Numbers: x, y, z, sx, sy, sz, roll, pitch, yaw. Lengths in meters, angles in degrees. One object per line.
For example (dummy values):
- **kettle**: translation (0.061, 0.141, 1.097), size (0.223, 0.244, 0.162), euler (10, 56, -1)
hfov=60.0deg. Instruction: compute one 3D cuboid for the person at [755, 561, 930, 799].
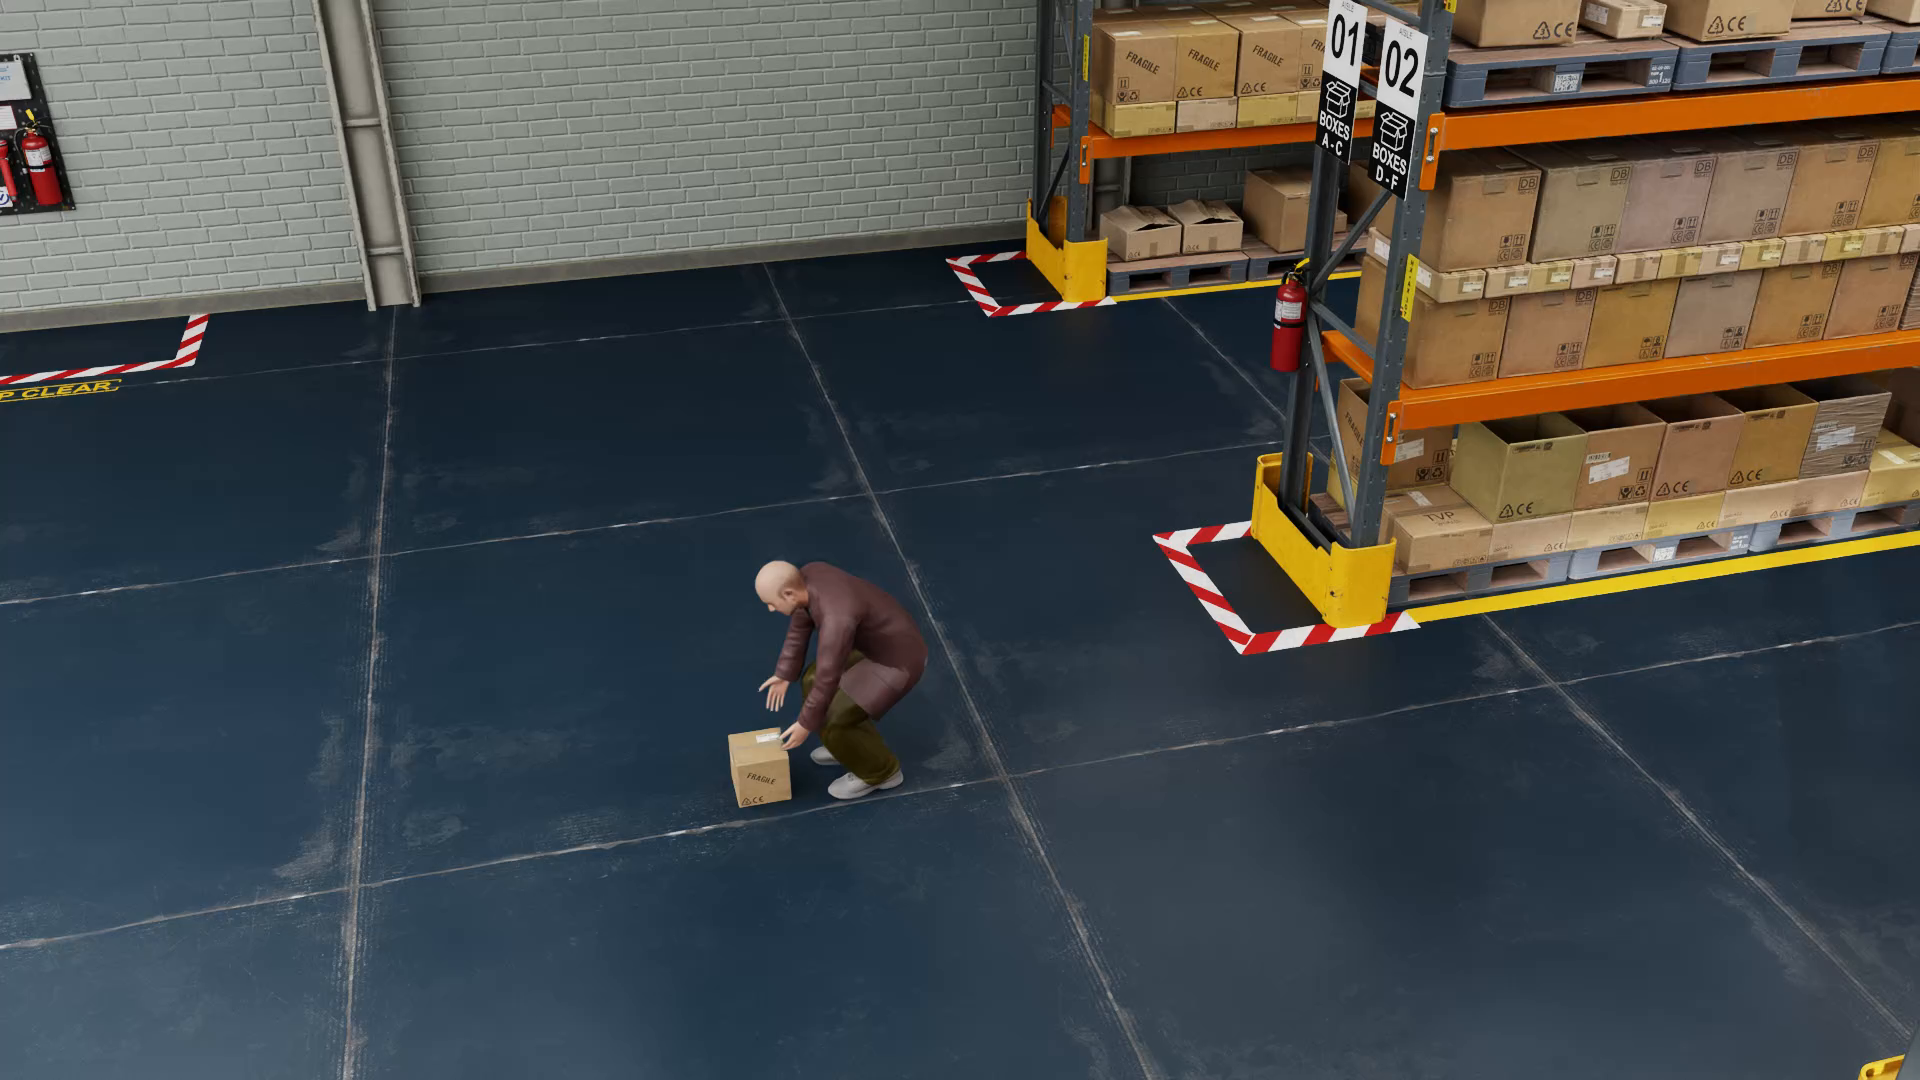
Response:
- **person**: translation (-0.529, 0.608, 7.726), size (0.793, 1.256, 0.630), euler (-8, 31, -13)
